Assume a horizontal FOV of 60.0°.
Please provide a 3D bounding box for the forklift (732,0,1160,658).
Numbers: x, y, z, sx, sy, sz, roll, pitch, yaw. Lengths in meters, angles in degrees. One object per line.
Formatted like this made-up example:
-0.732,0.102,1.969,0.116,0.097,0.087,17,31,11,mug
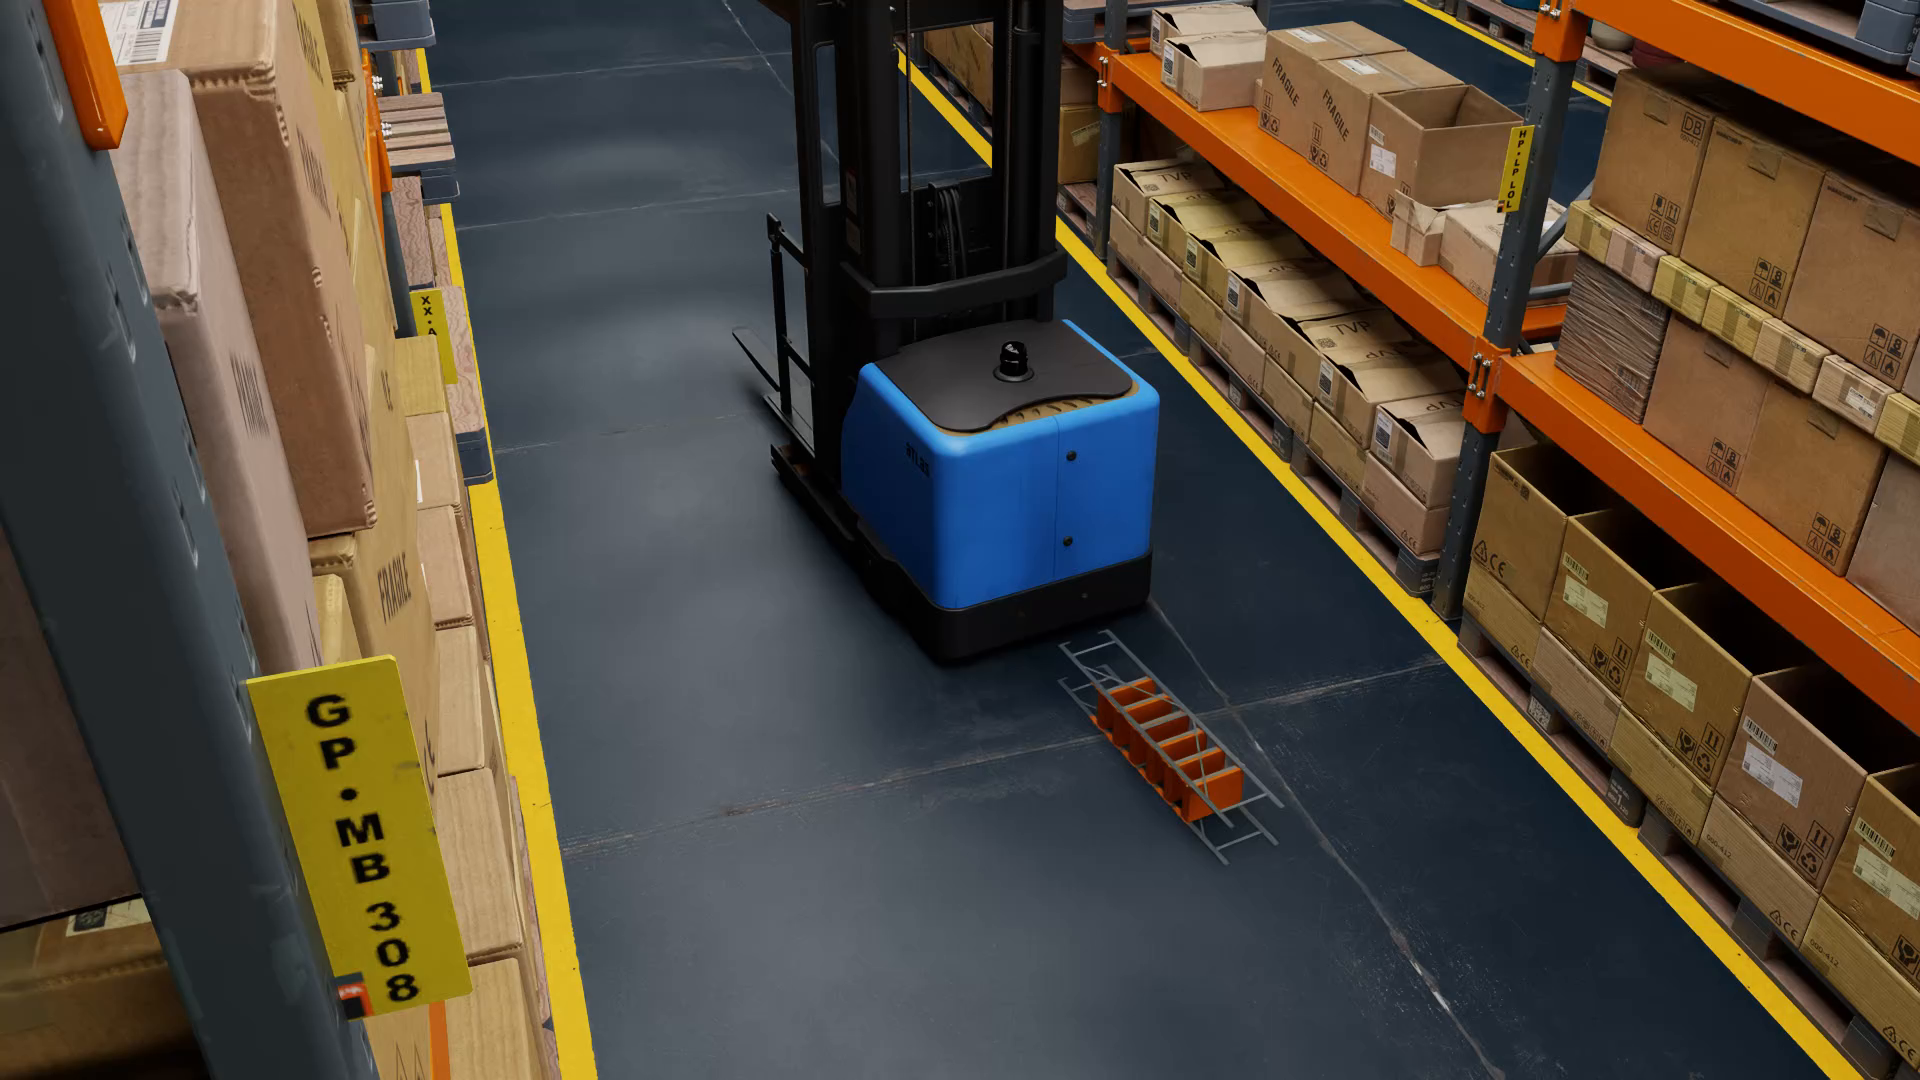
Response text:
-0.276,-1.531,7.409,1.130,2.935,3.031,-15,36,-22,forklift

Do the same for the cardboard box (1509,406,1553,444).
2.668,-0.528,7.432,0.500,0.311,0.500,-10,35,-15,cardboard box

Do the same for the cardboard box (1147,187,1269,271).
1.385,-1.770,9.313,0.500,0.311,0.500,-11,35,-16,cardboard box

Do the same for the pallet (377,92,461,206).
-3.061,-1.836,7.981,1.213,0.211,1.003,-10,35,-15,pallet

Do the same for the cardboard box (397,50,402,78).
-3.329,-2.675,9.287,0.380,0.149,0.250,-9,35,-13,cardboard box

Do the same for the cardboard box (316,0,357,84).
-1.402,-1.115,2.979,0.500,0.500,0.500,-11,35,-16,cardboard box

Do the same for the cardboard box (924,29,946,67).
0.032,-4.053,13.031,0.500,0.500,0.500,-12,35,-17,cardboard box

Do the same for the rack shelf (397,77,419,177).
-3.990,-3.022,10.255,1.077,0.370,4.000,-10,35,-15,rack shelf

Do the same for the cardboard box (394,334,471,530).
-1.721,-0.234,4.821,0.500,0.500,0.500,-10,35,-15,cardboard box

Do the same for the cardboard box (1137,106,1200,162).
1.470,-2.535,10.733,0.500,0.500,0.500,-9,34,-13,cardboard box

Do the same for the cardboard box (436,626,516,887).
-1.261,0.566,3.610,0.500,0.500,0.500,-9,34,-13,cardboard box

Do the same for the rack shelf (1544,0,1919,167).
3.167,-0.908,4.335,1.077,0.370,4.000,-10,35,-15,rack shelf

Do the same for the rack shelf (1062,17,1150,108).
0.726,-3.857,11.519,1.077,0.370,4.000,-10,35,-15,rack shelf

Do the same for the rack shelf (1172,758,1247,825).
0.927,0.923,6.177,0.258,0.180,0.103,-16,37,-23,rack shelf

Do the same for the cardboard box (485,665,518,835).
-1.415,0.604,4.232,0.500,0.250,0.500,-10,35,-15,cardboard box

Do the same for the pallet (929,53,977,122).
0.400,-3.623,13.041,1.003,0.211,1.213,-10,35,-15,pallet

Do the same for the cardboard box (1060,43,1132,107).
0.806,-3.041,10.819,0.500,0.250,0.500,-9,34,-13,cardboard box

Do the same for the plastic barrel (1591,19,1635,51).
5.287,-4.204,13.266,0.421,0.512,0.421,0,33,0,plastic barrel

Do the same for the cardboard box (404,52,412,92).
-4.278,-3.331,11.639,0.750,0.750,0.750,-10,35,-14,cardboard box

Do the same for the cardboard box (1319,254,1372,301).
2.197,-1.335,8.654,0.500,0.311,0.500,-9,35,-13,cardboard box

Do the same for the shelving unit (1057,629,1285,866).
0.781,0.769,6.411,0.258,0.189,1.200,-16,37,-23,shelving unit

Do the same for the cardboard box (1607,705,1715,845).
2.704,0.786,5.952,0.500,0.250,0.500,-10,35,-15,cardboard box

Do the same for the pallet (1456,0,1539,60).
5.030,-4.463,14.312,1.003,0.211,1.213,-10,35,-15,pallet

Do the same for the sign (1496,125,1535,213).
2.043,-1.361,6.110,0.100,0.325,0.005,-10,35,-15,sign

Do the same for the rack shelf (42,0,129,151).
-1.550,-1.323,2.246,1.077,0.370,4.000,-10,35,-15,rack shelf

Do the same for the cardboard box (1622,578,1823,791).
2.705,0.473,5.746,0.500,0.500,0.500,-10,35,-15,cardboard box

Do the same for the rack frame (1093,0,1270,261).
1.336,-3.107,9.731,1.000,3.000,0.127,-10,35,-15,rack frame

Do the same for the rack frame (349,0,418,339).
-2.160,-0.172,5.289,1.000,3.000,0.127,-10,35,-15,rack frame

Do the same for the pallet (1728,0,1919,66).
2.841,-1.778,5.079,1.003,0.211,1.213,-10,35,-15,pallet

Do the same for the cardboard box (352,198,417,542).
-1.096,-0.151,2.428,0.500,0.500,0.500,-8,34,-13,cardboard box

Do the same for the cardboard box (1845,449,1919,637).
3.172,-0.008,4.951,0.700,0.500,0.500,-9,35,-13,cardboard box

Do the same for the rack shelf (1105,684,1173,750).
0.706,0.688,6.533,0.258,0.180,0.103,-16,37,-23,rack shelf

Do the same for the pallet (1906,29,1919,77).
3.210,-1.139,4.112,1.003,0.211,1.213,-10,35,-15,pallet

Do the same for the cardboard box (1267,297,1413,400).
1.845,-0.968,8.098,0.500,0.311,0.500,-10,35,-15,cardboard box

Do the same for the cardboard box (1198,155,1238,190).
1.731,-2.135,9.865,0.500,0.311,0.500,-9,35,-13,cardboard box

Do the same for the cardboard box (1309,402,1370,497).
2.001,-0.470,7.853,0.500,0.250,0.500,-11,35,-15,cardboard box

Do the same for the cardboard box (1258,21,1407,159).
1.864,-2.270,8.375,0.500,0.500,0.500,-12,35,-17,cardboard box

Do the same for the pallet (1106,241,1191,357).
1.550,-1.505,9.836,1.003,0.211,1.213,-10,35,-15,pallet

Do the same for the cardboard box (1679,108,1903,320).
2.853,-1.093,5.416,0.700,0.500,0.500,-10,35,-15,cardboard box

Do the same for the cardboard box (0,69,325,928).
-0.826,-0.034,1.343,0.500,0.500,0.500,-13,35,-18,cardboard box

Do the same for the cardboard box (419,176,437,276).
-3.480,-1.958,9.562,0.750,0.750,0.750,-10,35,-15,cardboard box

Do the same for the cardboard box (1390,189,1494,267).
2.113,-1.382,7.242,0.396,0.266,0.258,-11,35,-16,cardboard box

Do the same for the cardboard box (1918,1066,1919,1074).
3.168,1.573,4.762,0.500,0.250,0.500,-10,35,-15,cardboard box

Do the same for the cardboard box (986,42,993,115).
0.504,-3.245,11.809,0.500,0.500,0.500,-11,35,-17,cardboard box

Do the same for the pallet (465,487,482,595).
-2.775,-0.059,7.647,1.003,0.211,1.213,-10,35,-15,pallet

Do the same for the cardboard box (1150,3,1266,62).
1.406,-2.872,9.456,0.500,0.311,0.500,-8,34,-12,cardboard box

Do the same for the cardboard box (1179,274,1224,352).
1.535,-1.275,9.072,0.500,0.250,0.500,-11,35,-16,cardboard box

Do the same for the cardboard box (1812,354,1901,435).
2.851,-0.470,5.061,0.380,0.149,0.250,-11,35,-16,cardboard box

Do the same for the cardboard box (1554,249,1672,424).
2.698,-0.817,6.174,0.700,0.500,0.500,-11,35,-16,cardboard box

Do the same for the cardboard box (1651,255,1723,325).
2.611,-0.879,5.680,0.380,0.149,0.250,-11,35,-16,cardboard box

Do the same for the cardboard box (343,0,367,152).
-1.770,-1.249,4.089,0.500,0.500,0.500,-9,35,-13,cardboard box

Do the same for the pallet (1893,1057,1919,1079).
3.503,1.862,4.740,1.003,0.211,1.213,-10,35,-15,pallet
